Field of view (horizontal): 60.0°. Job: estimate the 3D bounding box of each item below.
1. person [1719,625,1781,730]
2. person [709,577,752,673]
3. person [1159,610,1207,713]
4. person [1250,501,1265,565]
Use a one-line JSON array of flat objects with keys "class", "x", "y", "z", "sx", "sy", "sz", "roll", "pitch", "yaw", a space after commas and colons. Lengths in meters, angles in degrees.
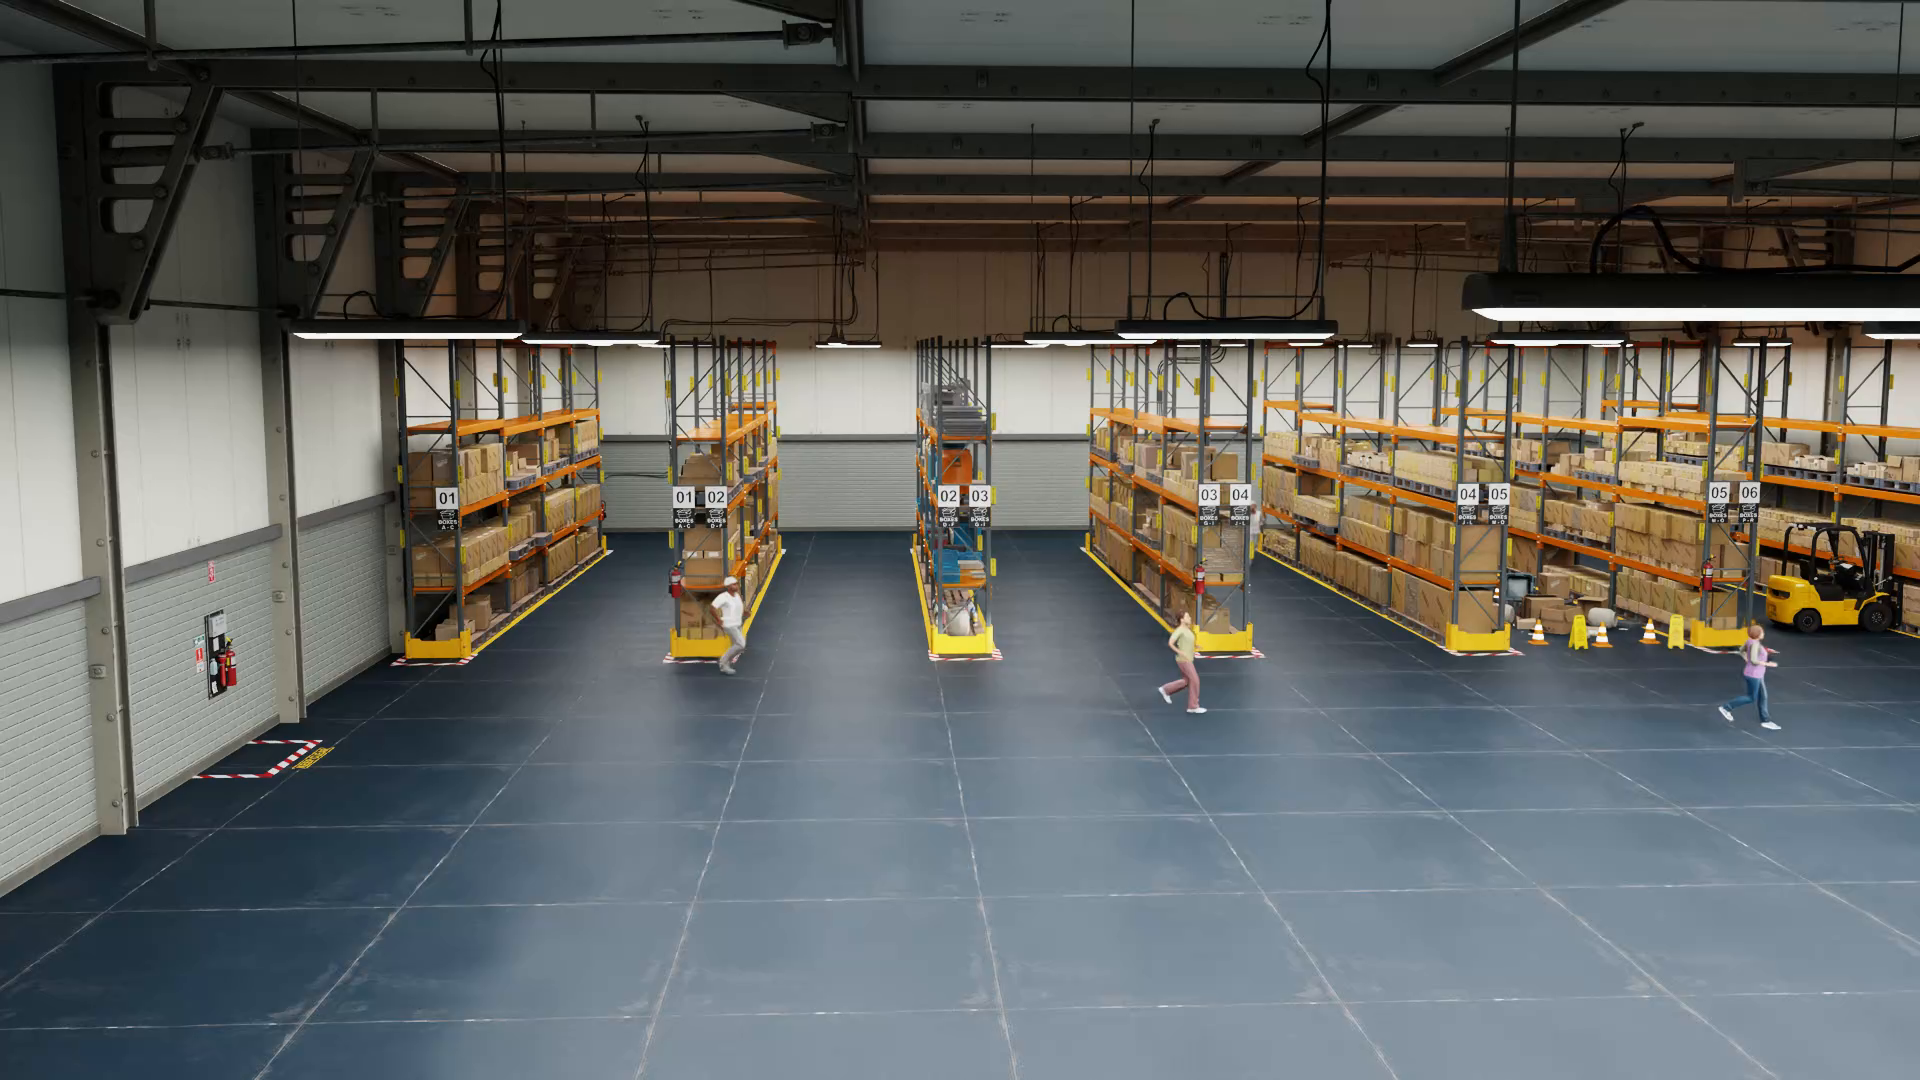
[{"class": "person", "x": 11.990, "y": 2.069, "z": 25.172, "sx": 0.872, "sy": 1.593, "sz": 0.540, "roll": 3, "pitch": 7, "yaw": 23}, {"class": "person", "x": -4.000, "y": 1.513, "z": 29.440, "sx": 0.631, "sy": 1.728, "sz": 0.684, "roll": 3, "pitch": 7, "yaw": 21}, {"class": "person", "x": 3.532, "y": 1.916, "z": 26.397, "sx": 0.802, "sy": 1.635, "sz": 0.589, "roll": 3, "pitch": 7, "yaw": 23}, {"class": "person", "x": 7.744, "y": -0.135, "z": 43.966, "sx": 0.646, "sy": 1.822, "sz": 0.724, "roll": 0, "pitch": 6, "yaw": -3}]
